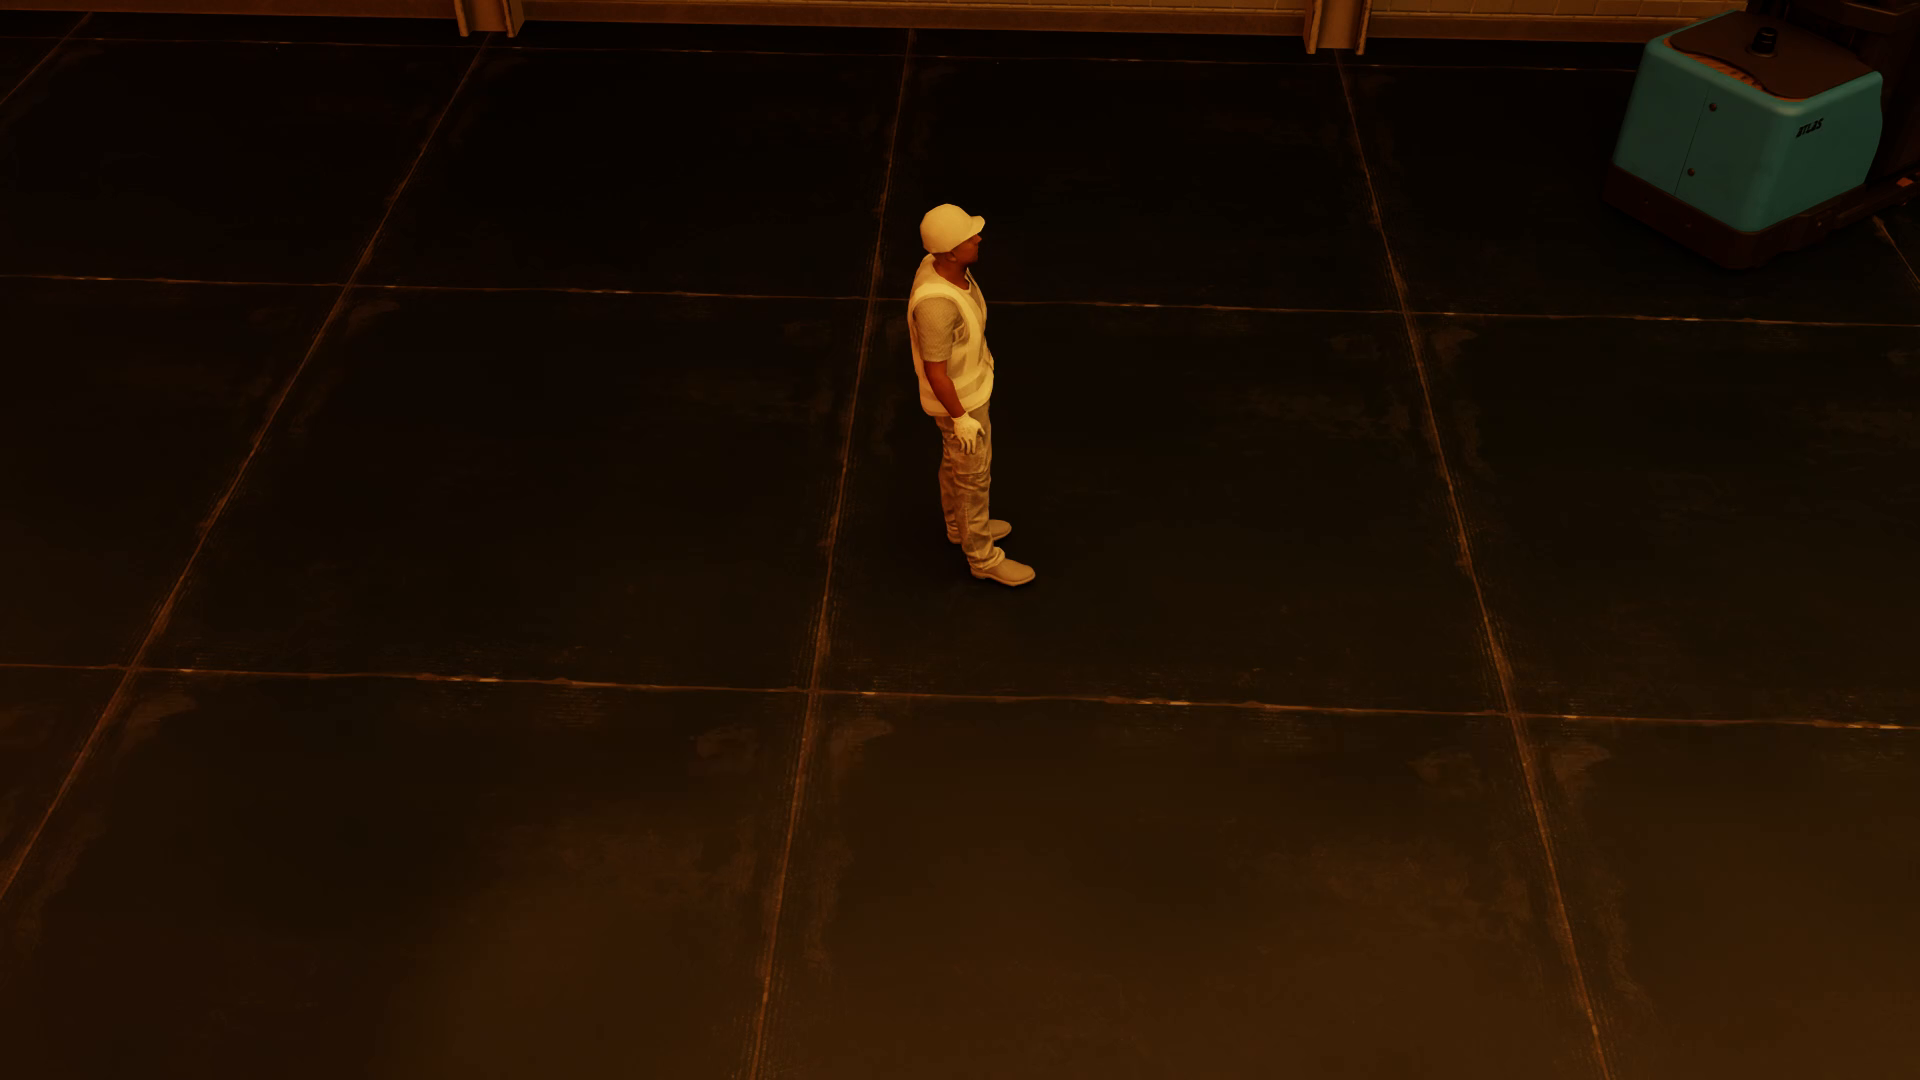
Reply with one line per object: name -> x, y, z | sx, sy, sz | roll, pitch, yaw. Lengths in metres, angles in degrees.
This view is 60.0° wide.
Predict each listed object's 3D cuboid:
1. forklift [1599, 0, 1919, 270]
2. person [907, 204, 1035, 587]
forklift -> 5.394, -3.396, 9.462 | 3.031, 2.935, 1.130 | -24, 47, -24
person -> 0.072, -0.656, 7.301 | 0.576, 1.782, 0.656 | 2, 42, 2
